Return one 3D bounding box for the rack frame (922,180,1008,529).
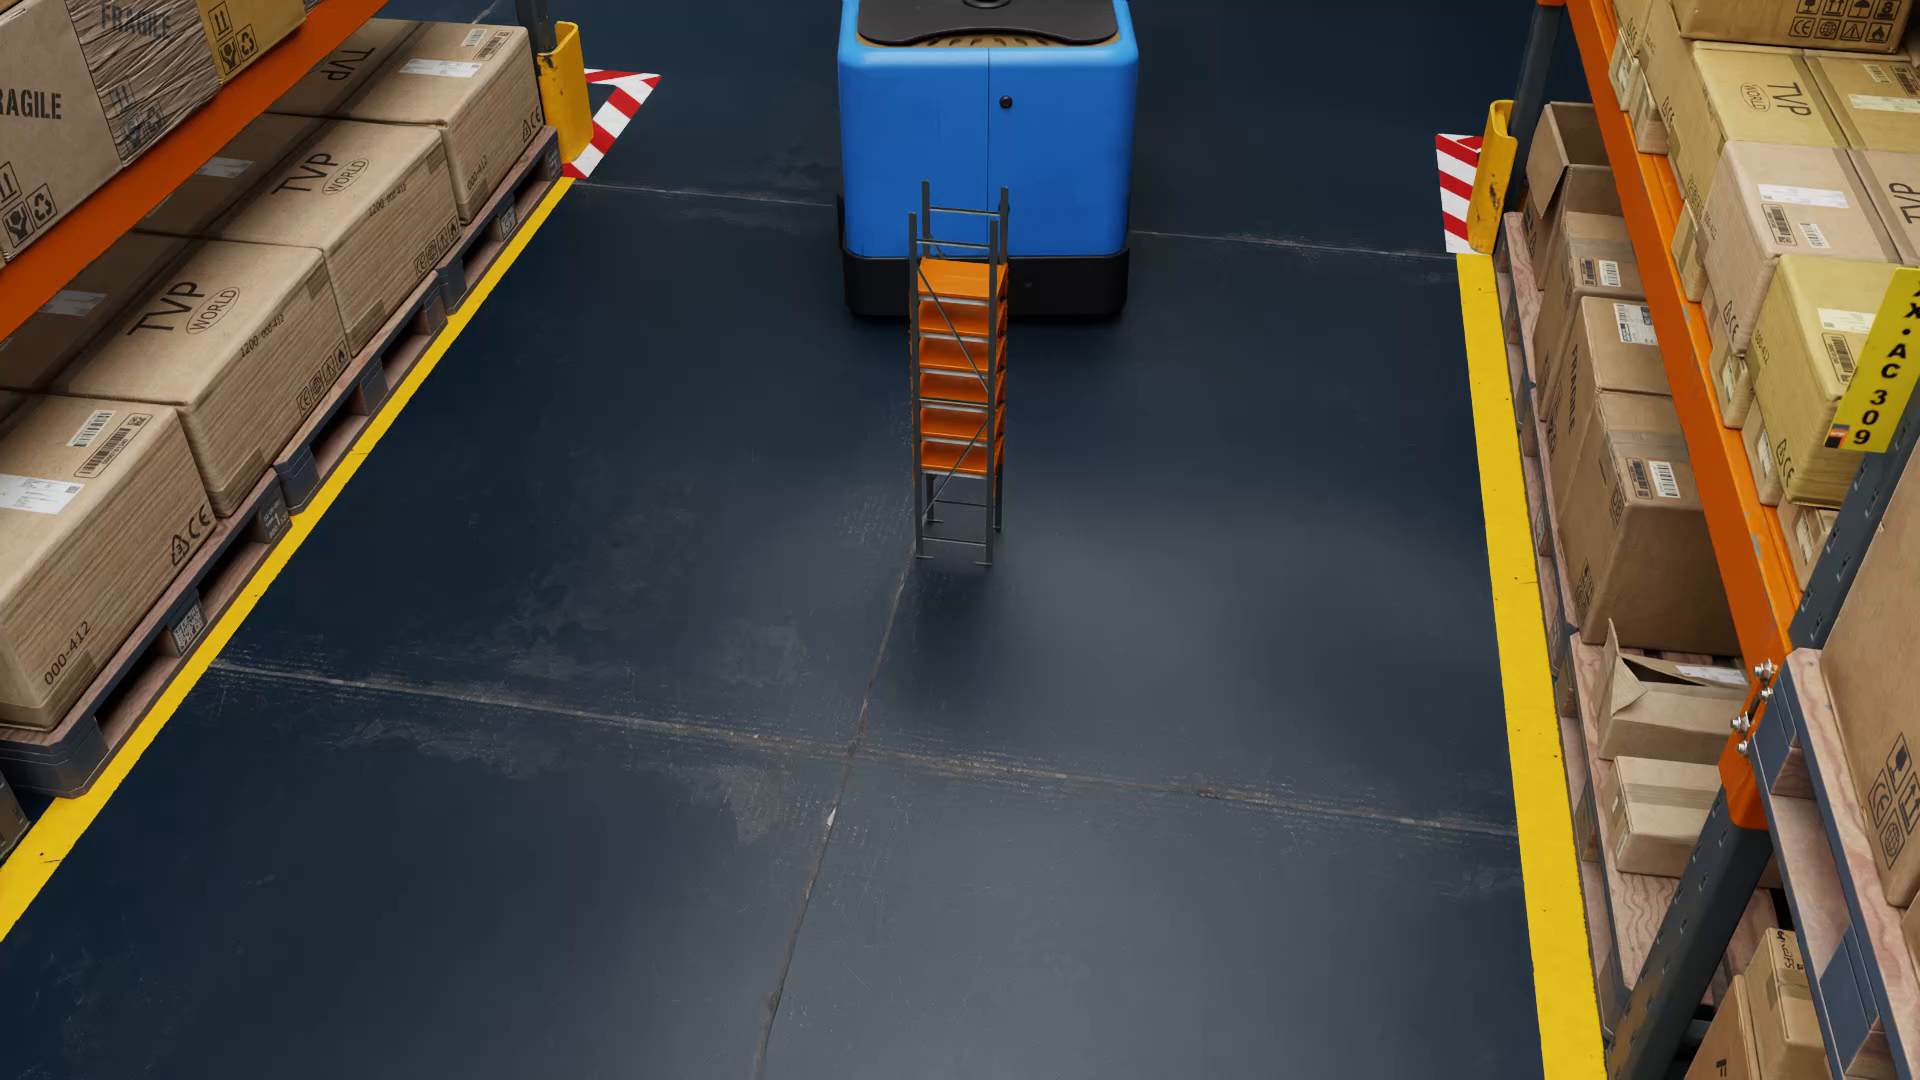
[{"bbox_3d":[0.013,-0.511,4.926,0.240,1.200,0.006,6,40,8],"label":"rack frame"}]

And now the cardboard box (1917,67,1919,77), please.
[{"bbox_3d":[2.485,-0.858,3.818,0.500,0.250,0.500,7,40,9],"label":"cardboard box"}]

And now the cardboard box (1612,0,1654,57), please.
[{"bbox_3d":[2.139,-1.558,4.665,0.500,0.250,0.500,6,40,7],"label":"cardboard box"}]

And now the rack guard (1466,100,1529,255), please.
[{"bbox_3d":[2.641,-1.380,6.527,1.175,0.500,0.348,6,40,8],"label":"rack guard"}]

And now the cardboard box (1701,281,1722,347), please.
[{"bbox_3d":[1.885,-0.505,3.704,0.380,0.149,0.250,7,40,9],"label":"cardboard box"}]

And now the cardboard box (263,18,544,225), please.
[{"bbox_3d":[-2.251,-1.685,6.616,0.875,0.438,0.875,5,40,6],"label":"cardboard box"}]

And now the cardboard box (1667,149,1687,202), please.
[{"bbox_3d":[2.053,-0.978,4.277,0.380,0.149,0.250,6,40,8],"label":"cardboard box"}]

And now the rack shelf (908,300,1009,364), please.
[{"bbox_3d":[-0.002,-0.604,4.732,0.258,0.103,0.180,6,40,8],"label":"rack shelf"}]

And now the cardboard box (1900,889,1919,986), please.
[{"bbox_3d":[1.568,0.523,1.856,0.700,0.500,0.500,7,40,8],"label":"cardboard box"}]

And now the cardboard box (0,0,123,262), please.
[{"bbox_3d":[-2.497,-1.045,4.082,0.500,0.500,0.500,7,40,8],"label":"cardboard box"}]

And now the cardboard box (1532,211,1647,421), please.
[{"bbox_3d":[2.269,-0.684,5.355,0.700,0.500,0.500,8,40,9],"label":"cardboard box"}]

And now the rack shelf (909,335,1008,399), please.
[{"bbox_3d":[-0.002,-0.512,4.809,0.258,0.103,0.180,6,40,8],"label":"rack shelf"}]

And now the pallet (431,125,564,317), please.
[{"bbox_3d":[-2.297,-1.351,6.718,1.003,0.211,1.213,6,40,8],"label":"pallet"}]

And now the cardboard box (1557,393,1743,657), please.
[{"bbox_3d":[2.089,-0.033,4.567,0.700,0.500,0.500,5,40,6],"label":"cardboard box"}]

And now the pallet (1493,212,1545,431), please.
[{"bbox_3d":[2.504,-0.768,6.014,1.003,0.211,1.213,6,40,8],"label":"pallet"}]

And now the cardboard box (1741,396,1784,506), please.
[{"bbox_3d":[1.792,-0.178,3.308,0.380,0.149,0.250,7,40,9],"label":"cardboard box"}]

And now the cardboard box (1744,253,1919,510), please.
[{"bbox_3d":[1.810,-0.284,3.124,0.500,0.250,0.500,7,40,9],"label":"cardboard box"}]

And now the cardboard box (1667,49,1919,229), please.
[{"bbox_3d":[1.981,-0.912,3.883,0.500,0.250,0.500,6,40,7],"label":"cardboard box"}]

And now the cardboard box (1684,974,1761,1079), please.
[{"bbox_3d":[1.657,1.199,3.077,0.500,0.500,0.500,8,40,10],"label":"cardboard box"}]

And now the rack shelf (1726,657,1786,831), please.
[{"bbox_3d":[1.616,1.652,1.463,1.077,0.370,4.000,6,40,8],"label":"rack shelf"}]

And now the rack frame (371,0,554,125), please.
[{"bbox_3d":[-2.235,-2.936,6.447,1.000,3.000,0.127,6,40,8],"label":"rack frame"}]

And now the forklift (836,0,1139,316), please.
[{"bbox_3d":[0.078,-2.869,6.420,1.130,2.935,3.031,0,40,-1],"label":"forklift"}]

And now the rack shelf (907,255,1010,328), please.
[{"bbox_3d":[-0.002,-0.697,4.656,0.258,0.103,0.180,6,40,8],"label":"rack shelf"}]

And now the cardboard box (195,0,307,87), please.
[{"bbox_3d":[-2.316,-1.680,4.850,0.500,0.500,0.500,8,40,9],"label":"cardboard box"}]

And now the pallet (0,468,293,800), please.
[{"bbox_3d":[-2.719,0.180,4.866,1.003,0.211,1.213,6,40,8],"label":"pallet"}]

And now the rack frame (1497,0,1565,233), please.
[{"bbox_3d":[2.654,-2.391,5.788,1.000,3.000,0.127,6,40,8],"label":"rack frame"}]

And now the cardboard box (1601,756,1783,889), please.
[{"bbox_3d":[1.769,0.674,3.988,0.380,0.149,0.250,5,40,6],"label":"cardboard box"}]

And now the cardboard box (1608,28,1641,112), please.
[{"bbox_3d":[2.055,-1.315,4.684,0.380,0.149,0.250,5,40,6],"label":"cardboard box"}]

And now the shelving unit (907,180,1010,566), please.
[{"bbox_3d":[-0.002,-0.453,4.857,0.258,1.200,0.189,6,40,8],"label":"shelving unit"}]

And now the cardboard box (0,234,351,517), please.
[{"bbox_3d":[-2.559,-0.544,5.235,0.875,0.438,0.875,5,40,6],"label":"cardboard box"}]

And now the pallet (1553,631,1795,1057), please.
[{"bbox_3d":[2.082,0.763,4.162,1.003,0.211,1.213,6,40,8],"label":"pallet"}]

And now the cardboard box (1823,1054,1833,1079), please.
[{"bbox_3d":[1.640,0.920,2.673,0.380,0.149,0.250,5,40,6],"label":"cardboard box"}]
